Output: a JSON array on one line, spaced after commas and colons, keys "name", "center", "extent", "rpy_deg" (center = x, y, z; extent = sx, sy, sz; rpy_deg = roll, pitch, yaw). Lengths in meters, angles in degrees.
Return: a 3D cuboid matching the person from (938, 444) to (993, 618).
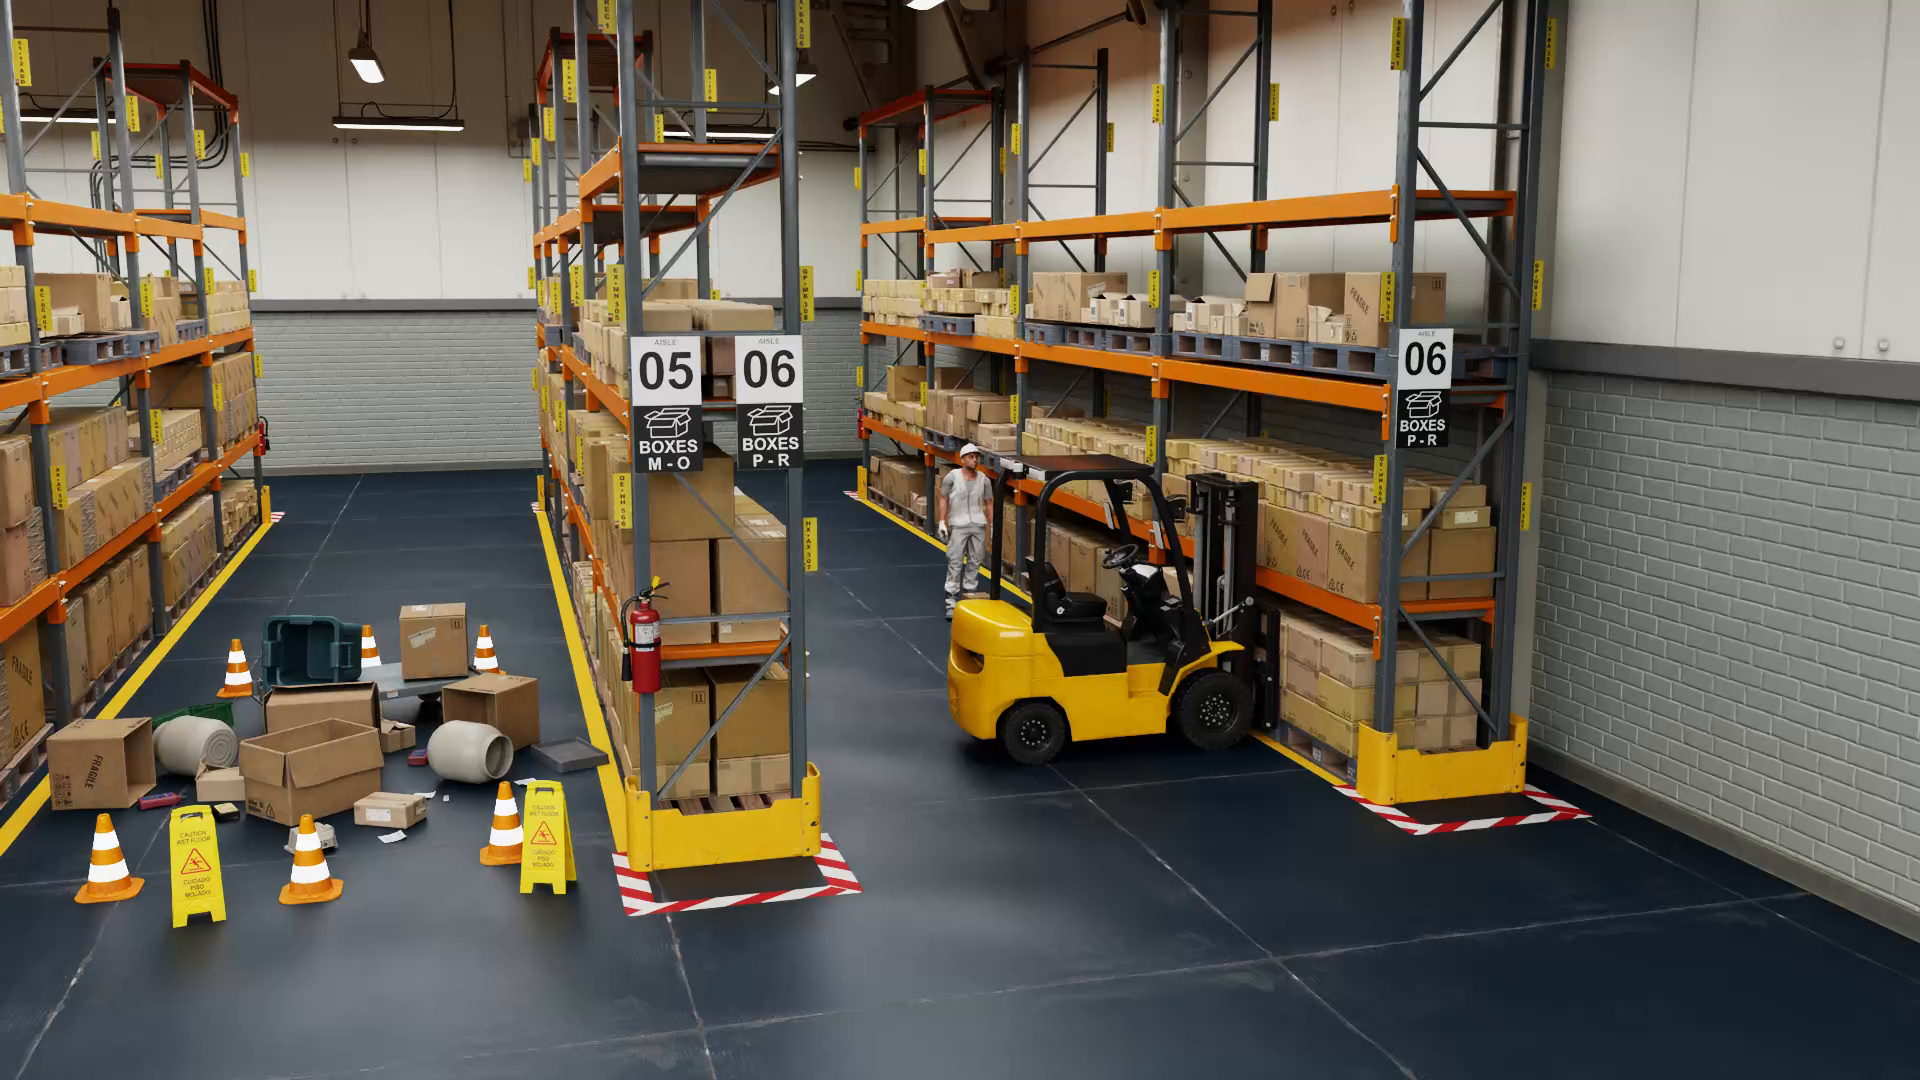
[{"name": "person", "center": [0.095, -0.100, 17.358], "extent": [0.637, 1.790, 0.559], "rpy_deg": [-3, 10, -16]}]
